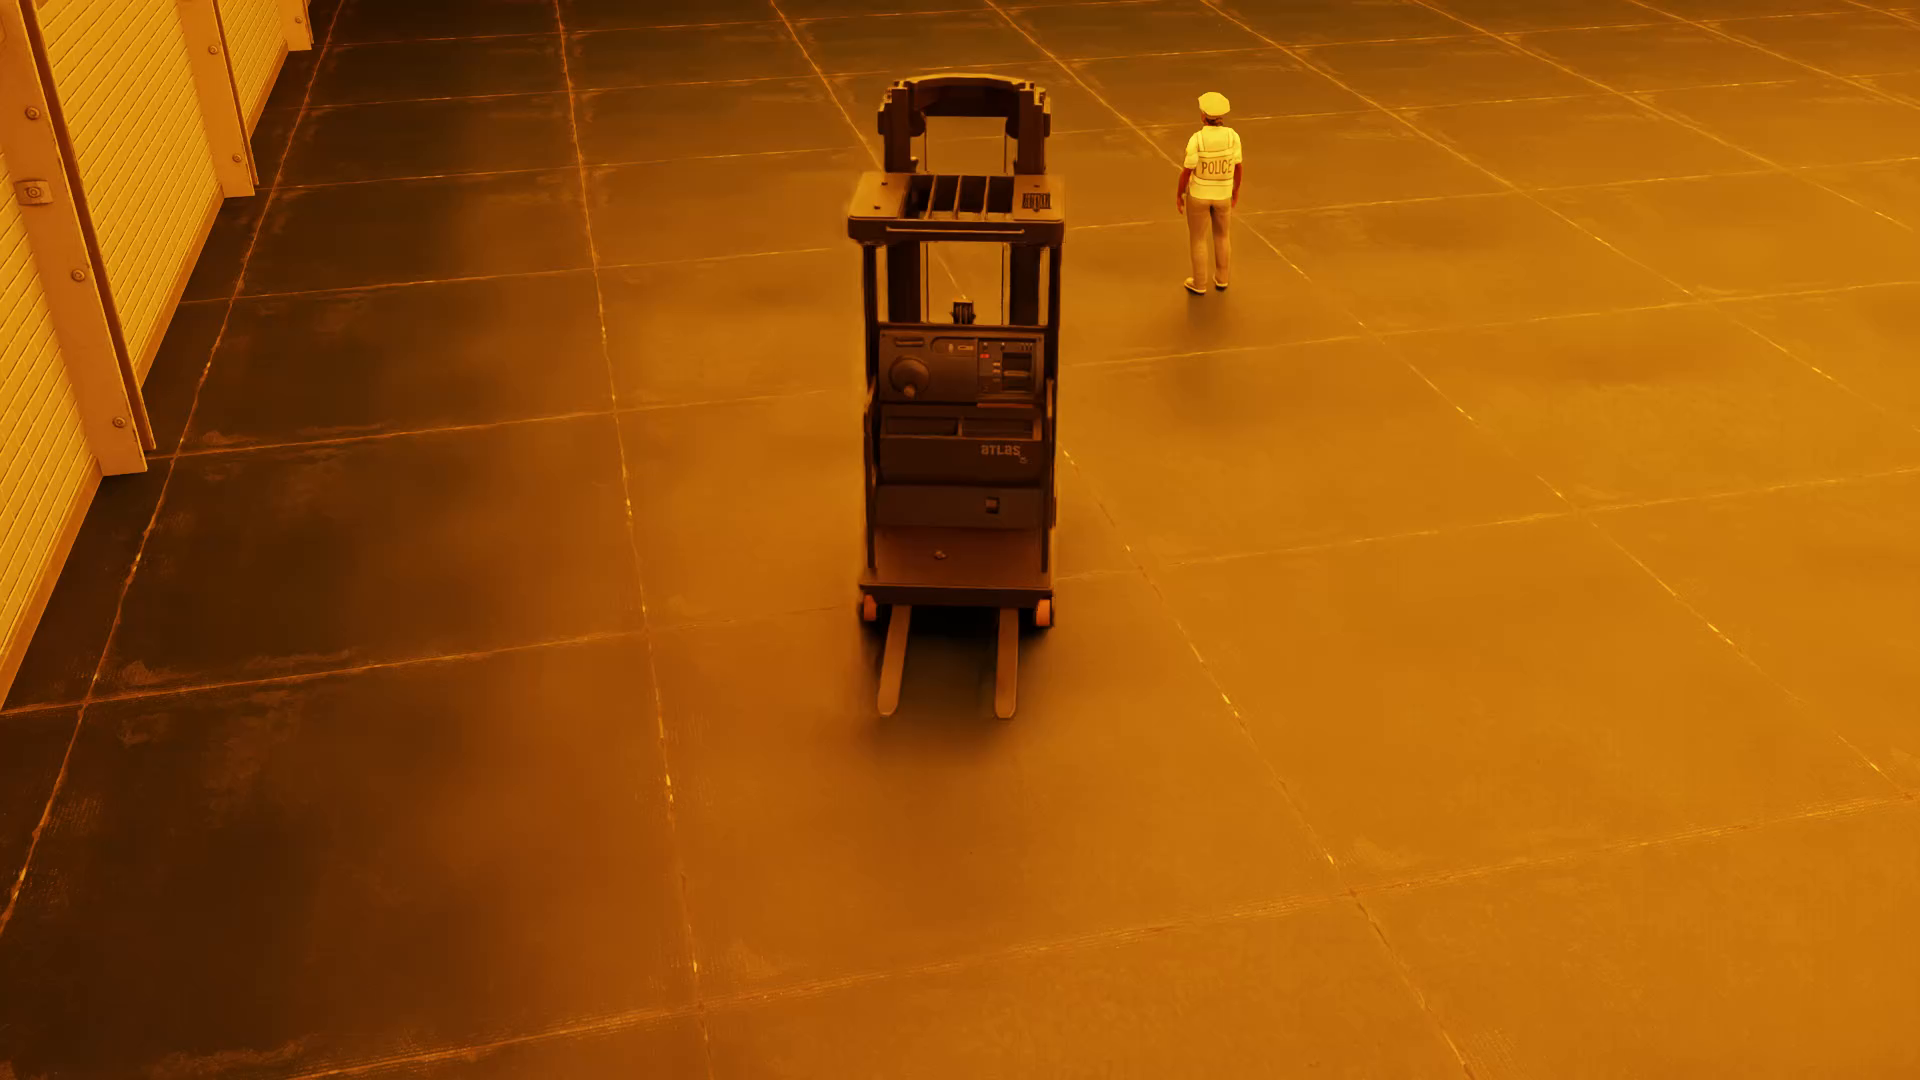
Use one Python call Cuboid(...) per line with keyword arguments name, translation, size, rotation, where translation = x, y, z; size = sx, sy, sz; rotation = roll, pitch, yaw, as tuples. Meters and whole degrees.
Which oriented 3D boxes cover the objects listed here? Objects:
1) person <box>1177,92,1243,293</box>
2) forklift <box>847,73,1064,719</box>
Cuboid(name="person", translation=(2.054, -2.871, 13.766), size=(0.565, 1.686, 0.526), rotation=(-4, 30, -8))
Cuboid(name="forklift", translation=(-0.001, -0.931, 9.183), size=(1.130, 2.935, 3.031), rotation=(1, 30, 3))
